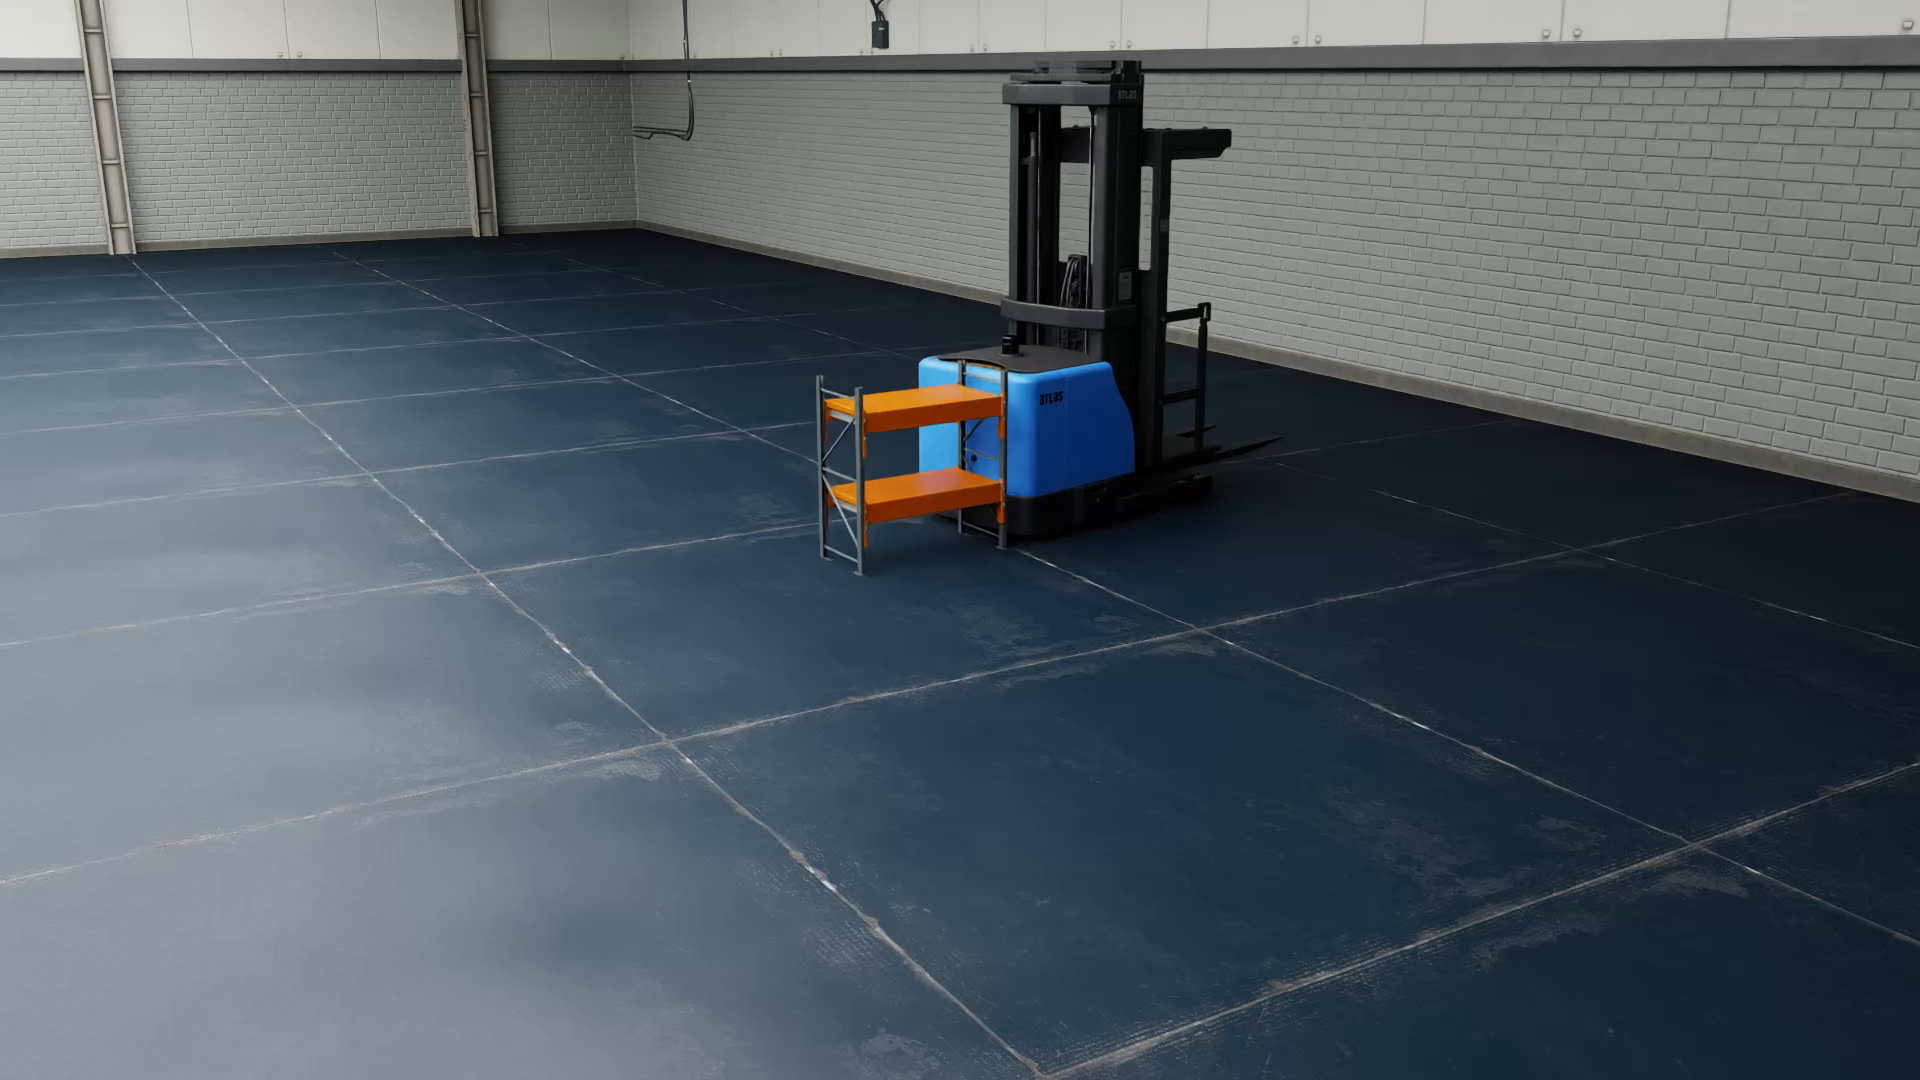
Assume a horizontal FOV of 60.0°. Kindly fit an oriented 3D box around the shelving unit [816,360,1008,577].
[{"bbox_3d":[-0.282,-0.456,10.105,1.048,1.125,0.538,-10,19,-32],"label":"shelving unit"}]

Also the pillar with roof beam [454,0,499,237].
[{"bbox_3d":[-6.462,-8.904,25.654,0.400,9.000,9.100,-9,18,-30],"label":"pillar with roof beam"}]

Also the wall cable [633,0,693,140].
[{"bbox_3d":[-5.473,-8.508,29.996,0.112,2.526,3.097,-9,18,-30],"label":"wall cable"}]

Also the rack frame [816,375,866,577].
[{"bbox_3d":[-0.704,-0.379,9.832,0.032,1.125,0.500,-10,19,-32],"label":"rack frame"}]

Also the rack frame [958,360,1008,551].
[{"bbox_3d":[0.140,-0.532,10.378,0.032,1.125,0.500,-10,19,-32],"label":"rack frame"}]

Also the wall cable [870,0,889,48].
[{"bbox_3d":[-0.597,-9.442,21.274,0.169,6.003,2.305,-9,18,-30],"label":"wall cable"}]

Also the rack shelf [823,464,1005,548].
[{"bbox_3d":[-0.282,-0.220,10.171,1.000,0.278,0.538,-10,19,-32],"label":"rack shelf"}]

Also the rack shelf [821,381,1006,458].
[{"bbox_3d":[-0.282,-0.737,10.026,1.000,0.278,0.538,-10,19,-32],"label":"rack shelf"}]

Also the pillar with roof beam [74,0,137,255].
[{"bbox_3d":[-11.605,-8.070,22.679,0.400,9.000,9.100,-9,18,-30],"label":"pillar with roof beam"}]

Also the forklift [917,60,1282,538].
[{"bbox_3d":[1.116,-1.748,11.368,3.031,2.935,1.130,-15,22,-43],"label":"forklift"}]
